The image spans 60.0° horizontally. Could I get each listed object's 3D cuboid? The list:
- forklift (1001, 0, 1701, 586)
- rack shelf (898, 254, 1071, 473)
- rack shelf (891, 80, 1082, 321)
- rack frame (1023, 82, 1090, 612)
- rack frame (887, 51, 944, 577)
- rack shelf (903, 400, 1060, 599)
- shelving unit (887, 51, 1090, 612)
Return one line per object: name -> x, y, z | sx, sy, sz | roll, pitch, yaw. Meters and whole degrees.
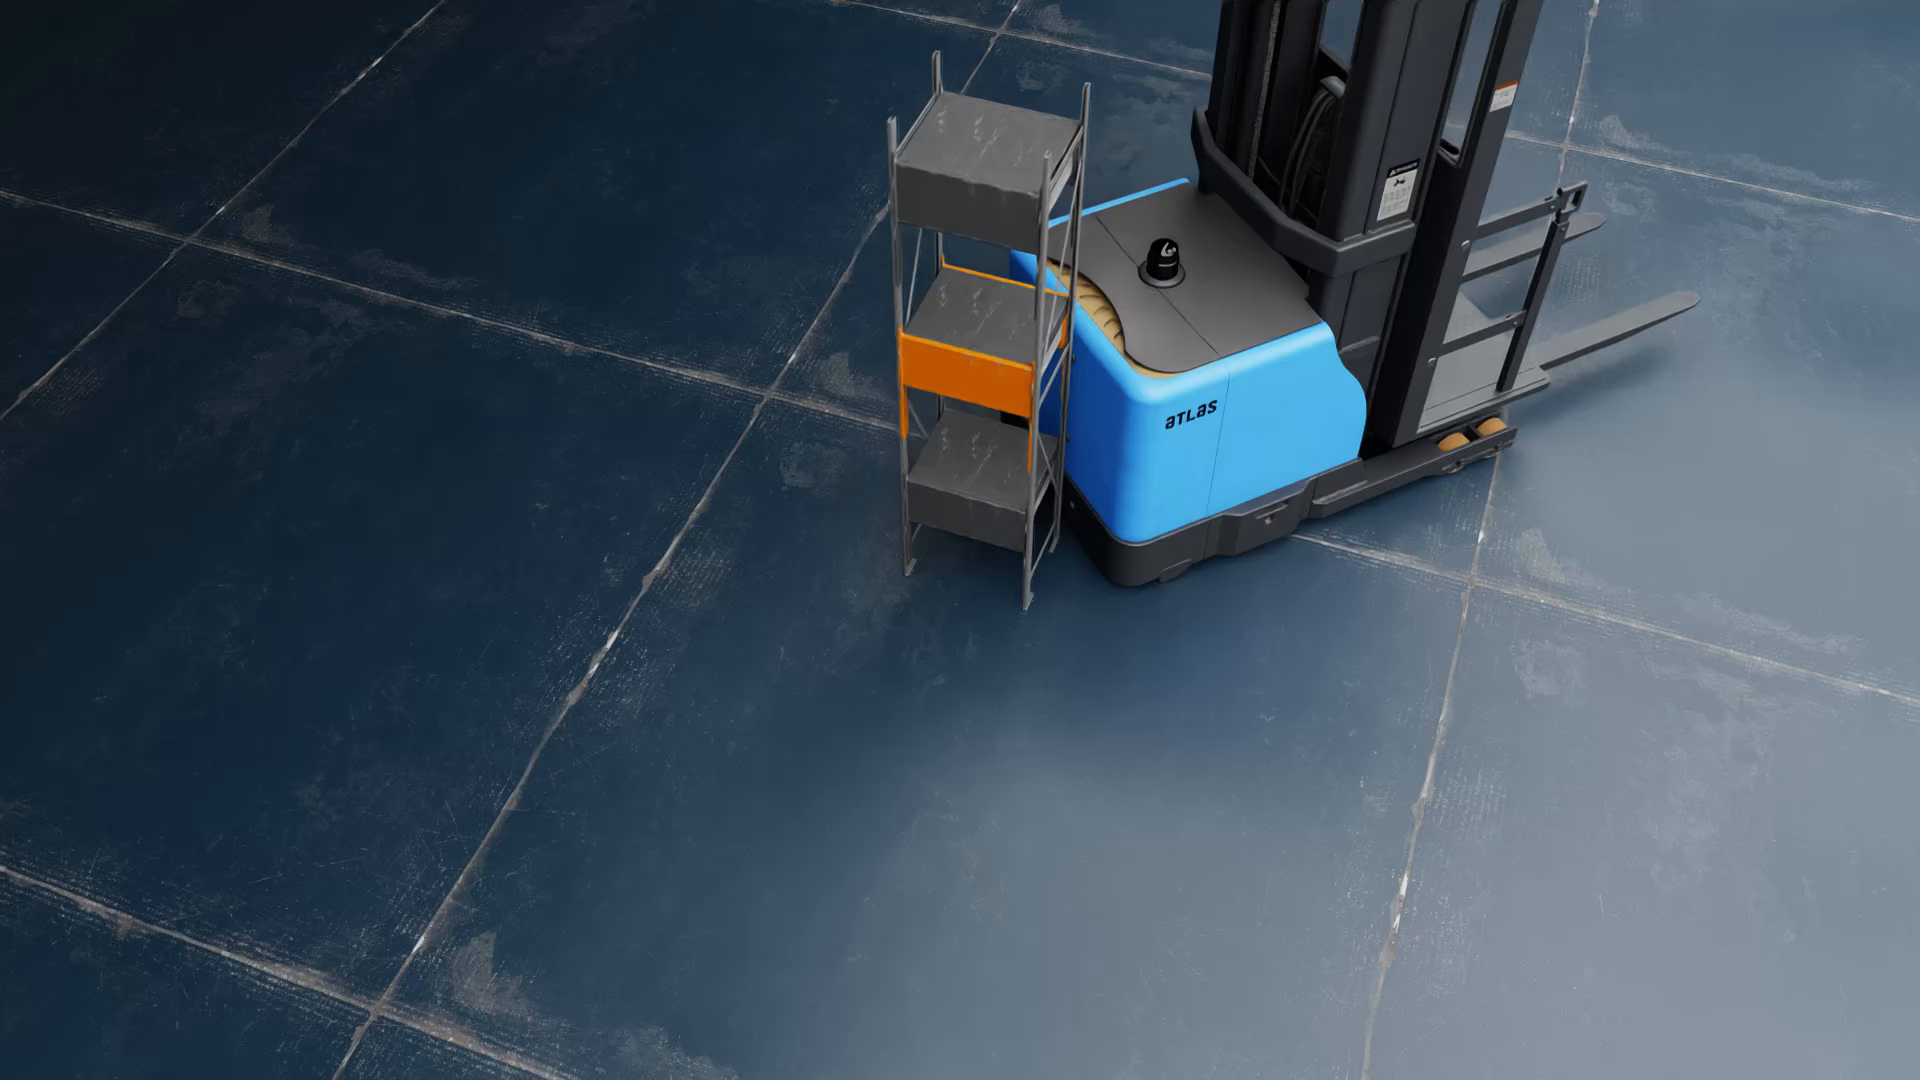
forklift -> 1.723, -1.575, 6.042 | 3.031, 2.935, 1.130 | -21, 52, -17
rack shelf -> 0.090, -0.612, 5.776 | 0.480, 0.518, 0.431 | 16, 51, 13
rack shelf -> 0.090, -1.070, 5.247 | 0.480, 0.518, 0.431 | 16, 51, 13
rack frame -> 0.318, -0.556, 5.709 | 0.015, 2.100, 0.400 | 16, 51, 13
rack frame -> -0.139, -0.686, 5.822 | 0.015, 2.100, 0.400 | 16, 51, 13
rack shelf -> 0.090, -0.154, 6.305 | 0.480, 0.518, 0.431 | 16, 51, 13
shelving unit -> 0.090, -0.621, 5.765 | 0.503, 2.100, 0.431 | 16, 51, 13
